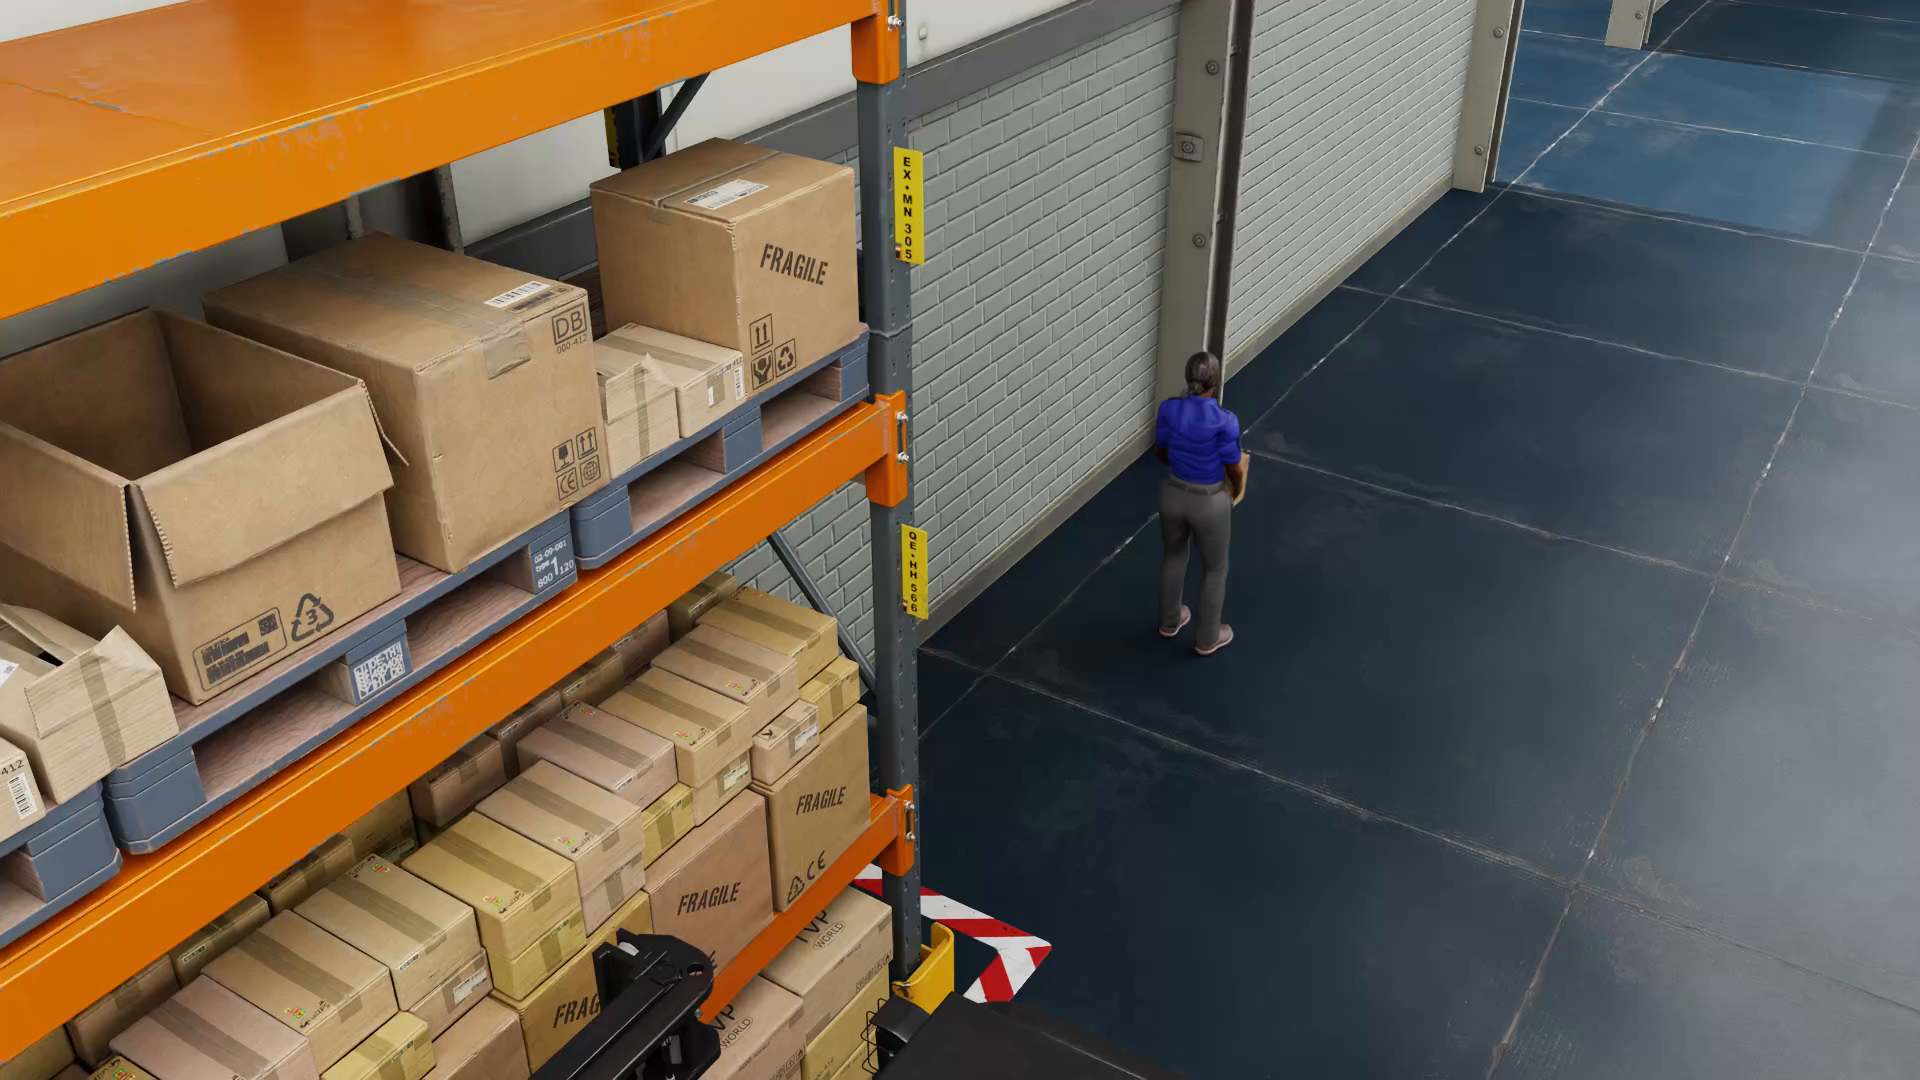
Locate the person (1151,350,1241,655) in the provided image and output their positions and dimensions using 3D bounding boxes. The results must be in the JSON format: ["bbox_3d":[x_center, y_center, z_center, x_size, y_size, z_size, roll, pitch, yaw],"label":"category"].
[{"bbox_3d":[1.215,-0.205,8.475,0.488,1.661,0.398,17,35,26],"label":"person"}]
